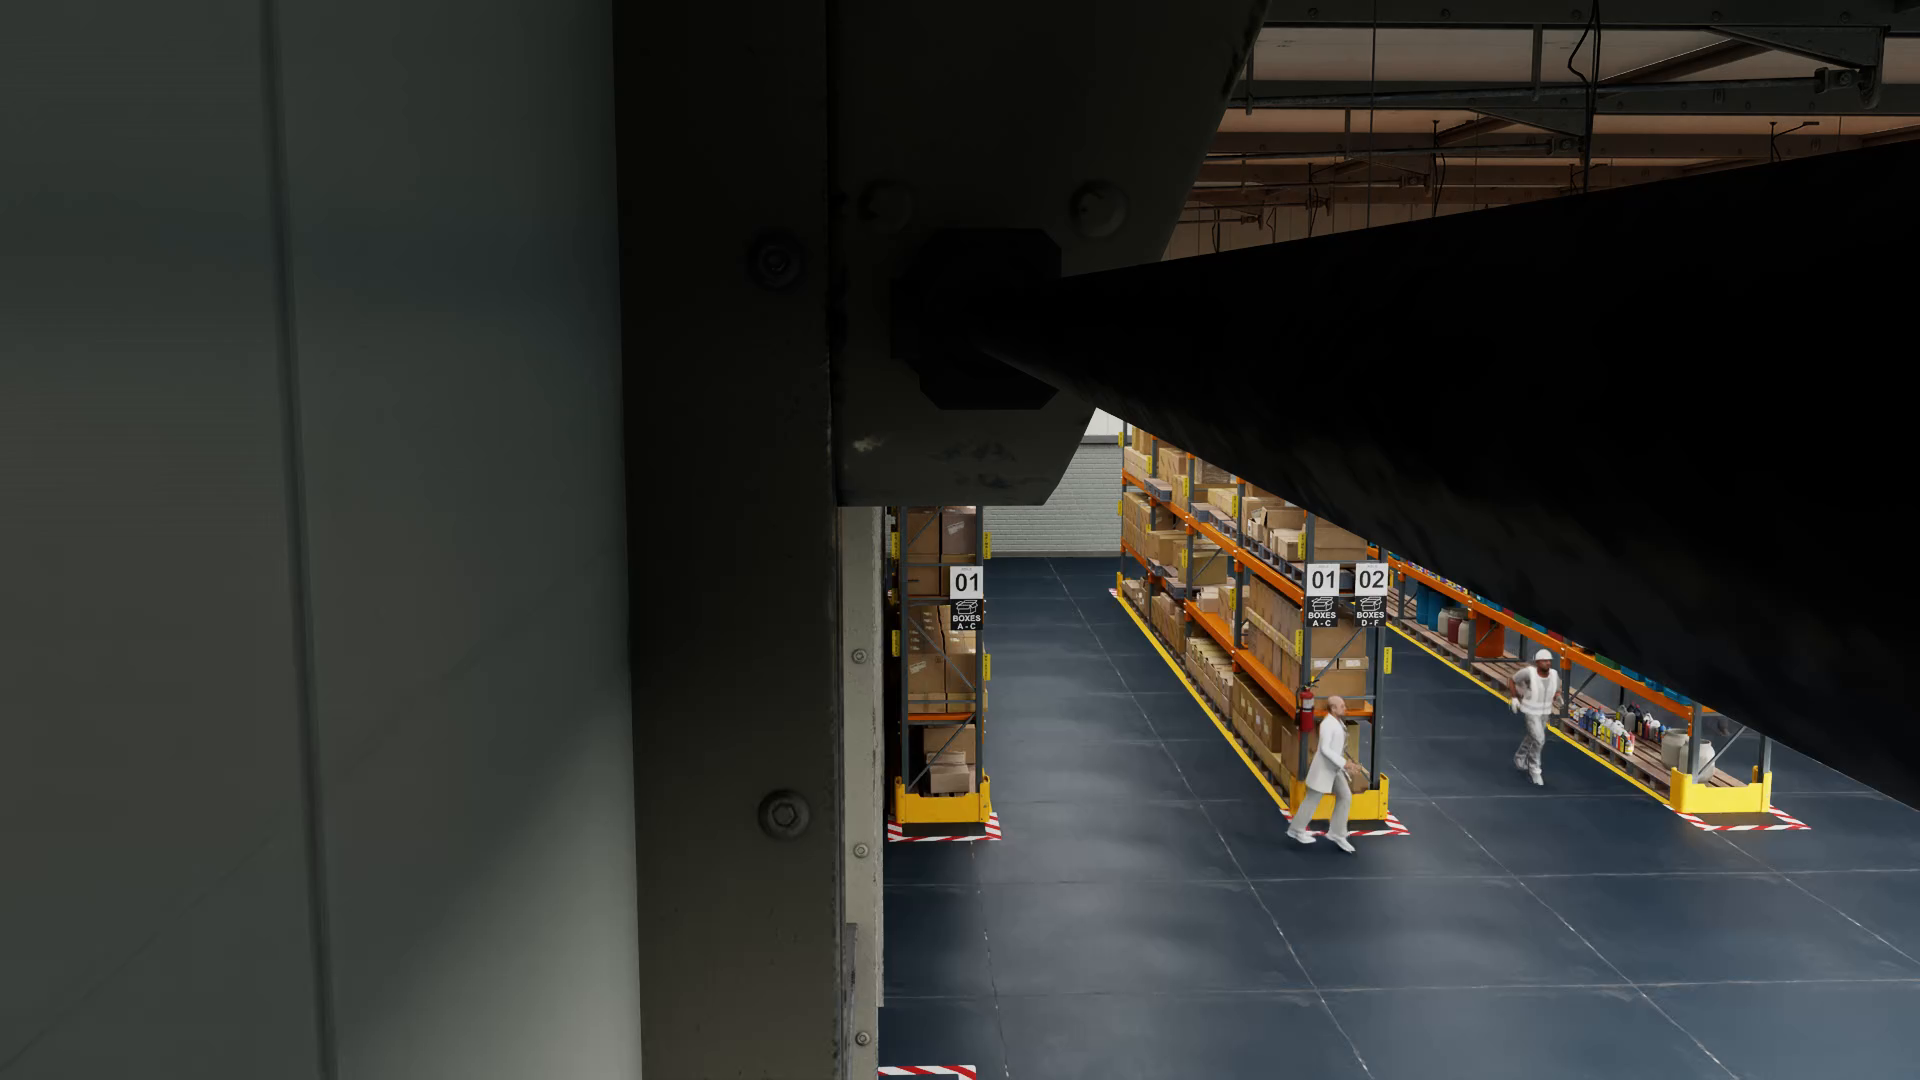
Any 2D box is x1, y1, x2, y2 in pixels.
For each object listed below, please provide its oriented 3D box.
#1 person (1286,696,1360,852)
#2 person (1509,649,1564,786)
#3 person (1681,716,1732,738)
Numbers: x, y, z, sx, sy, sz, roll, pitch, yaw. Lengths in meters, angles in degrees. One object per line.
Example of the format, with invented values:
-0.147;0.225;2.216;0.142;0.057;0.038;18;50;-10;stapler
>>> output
4.299;2.716;19.469;0.845;1.824;0.651;5;9;30;person
7.725;2.341;22.311;0.601;1.818;0.901;-3;9;-20;person
11.192;2.090;24.859;0.600;1.615;0.953;-6;10;-35;person
